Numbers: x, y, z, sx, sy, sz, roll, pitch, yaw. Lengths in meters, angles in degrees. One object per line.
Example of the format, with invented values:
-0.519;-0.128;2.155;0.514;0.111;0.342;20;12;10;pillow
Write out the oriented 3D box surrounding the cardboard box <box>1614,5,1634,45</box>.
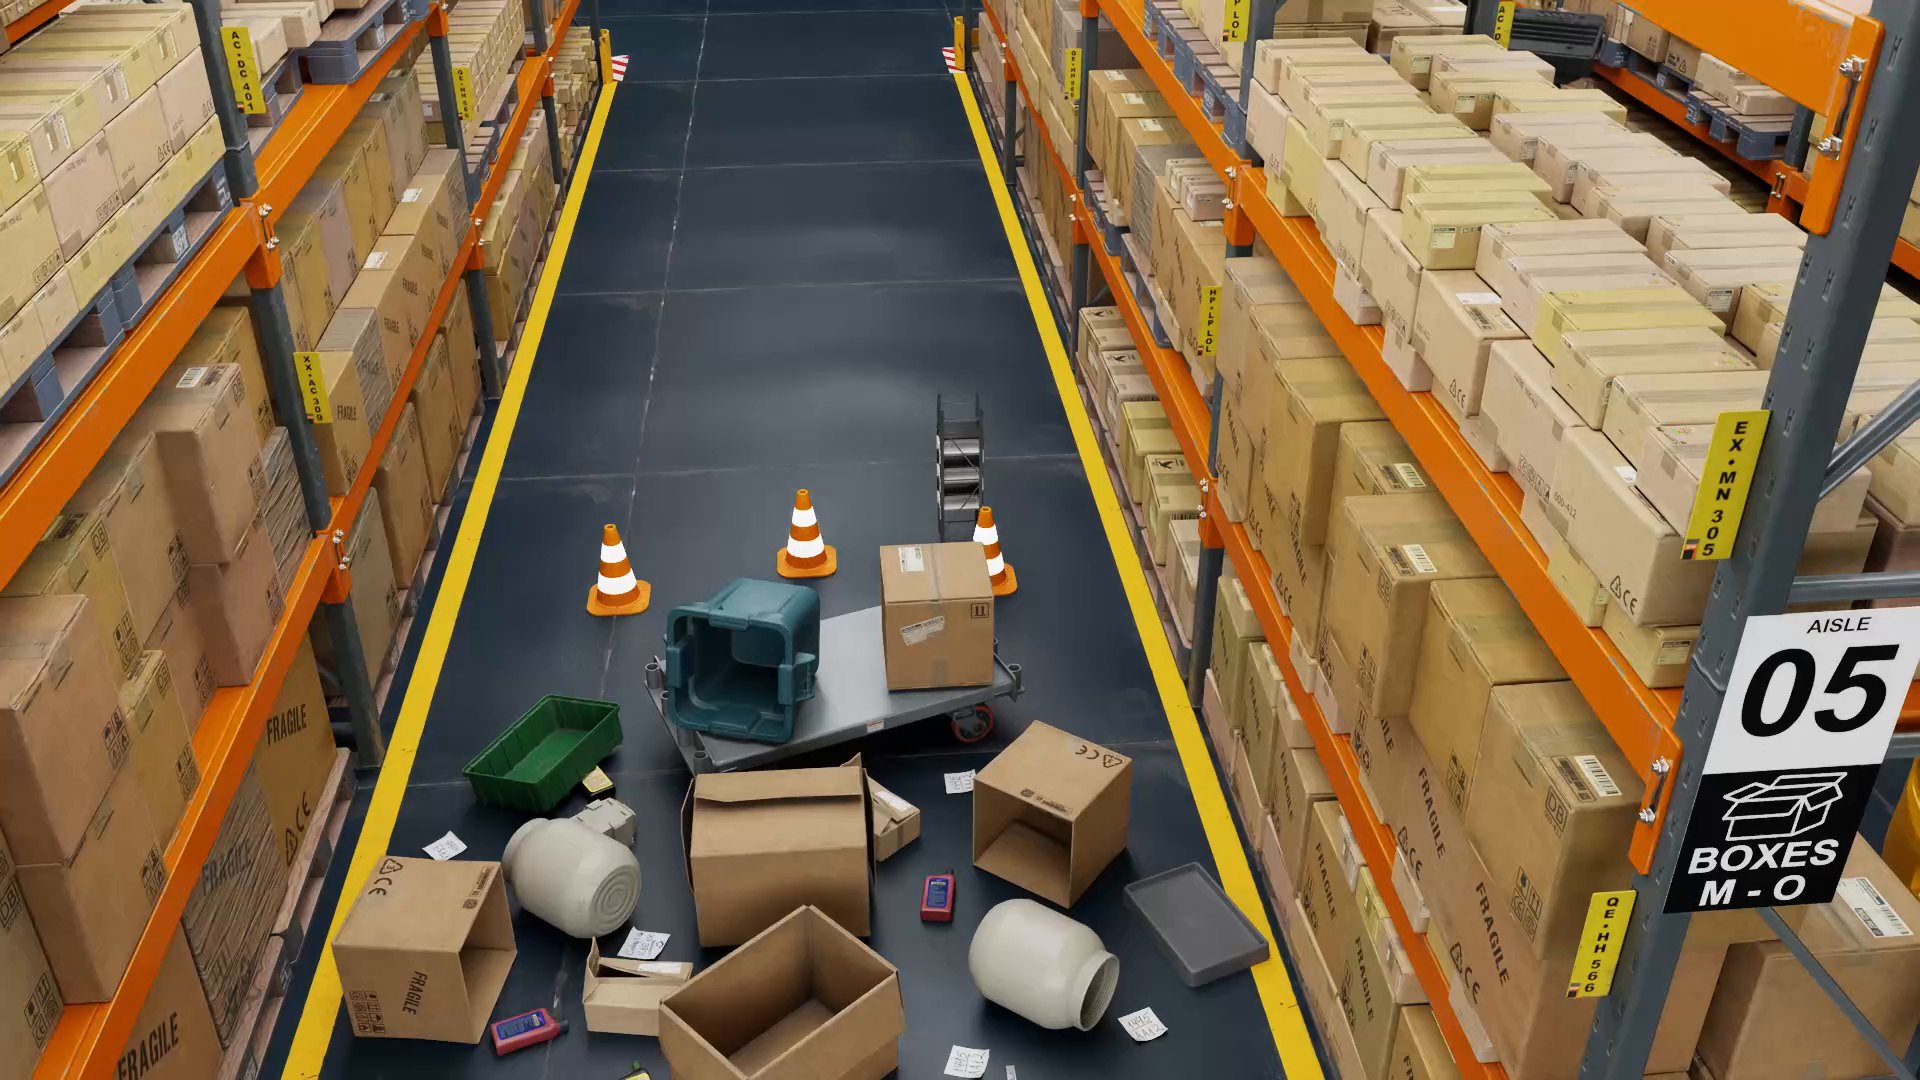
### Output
5.597;-4.212;13.599;0.396;0.266;0.258;-1;31;-2;cardboard box

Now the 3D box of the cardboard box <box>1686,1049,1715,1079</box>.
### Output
2.203;1.474;4.603;0.380;0.149;0.250;-3;31;-4;cardboard box

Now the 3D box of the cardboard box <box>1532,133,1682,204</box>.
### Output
2.090;-1.205;5.384;0.380;0.149;0.250;-2;31;-4;cardboard box

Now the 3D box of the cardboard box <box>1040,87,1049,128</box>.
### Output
0.881;-3.235;12.387;0.500;0.250;0.500;-3;31;-5;cardboard box

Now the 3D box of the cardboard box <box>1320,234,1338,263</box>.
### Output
1.526;-1.115;6.011;0.380;0.149;0.250;-2;31;-3;cardboard box

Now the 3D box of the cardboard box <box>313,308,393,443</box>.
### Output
-3.093;-0.786;8.044;0.500;0.500;0.500;-3;31;-4;cardboard box

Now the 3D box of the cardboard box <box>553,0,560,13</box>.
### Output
-3.860;-4.977;14.769;0.500;0.500;0.500;-3;31;-5;cardboard box

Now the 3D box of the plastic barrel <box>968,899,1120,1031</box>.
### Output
0.328;1.673;6.536;0.512;0.421;0.421;20;36;29;plastic barrel

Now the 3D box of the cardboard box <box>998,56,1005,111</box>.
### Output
0.871;-4.440;16.349;0.875;0.438;0.875;-4;31;-6;cardboard box

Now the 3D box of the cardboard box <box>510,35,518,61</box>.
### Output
-3.731;-3.908;13.203;0.380;0.149;0.250;-3;31;-5;cardboard box

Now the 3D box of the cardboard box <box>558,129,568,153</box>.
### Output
-3.727;-3.573;14.888;0.380;0.149;0.250;-1;31;-2;cardboard box

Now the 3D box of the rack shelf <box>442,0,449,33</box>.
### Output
-3.825;-4.247;11.711;1.077;0.370;4.000;-3;31;-5;rack shelf

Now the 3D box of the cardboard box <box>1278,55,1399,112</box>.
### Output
1.413;-1.707;6.226;0.380;0.149;0.250;-2;31;-3;cardboard box

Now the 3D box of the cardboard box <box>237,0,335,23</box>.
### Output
-3.228;-2.623;7.916;0.396;0.266;0.258;-3;31;-5;cardboard box

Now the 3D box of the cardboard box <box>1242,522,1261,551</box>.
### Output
1.440;-0.082;7.208;0.380;0.149;0.250;-2;31;-3;cardboard box

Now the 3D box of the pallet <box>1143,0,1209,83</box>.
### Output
1.603;-2.550;8.352;1.213;0.211;1.003;-3;31;-5;pallet

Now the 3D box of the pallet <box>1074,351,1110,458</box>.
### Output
1.353;-0.939;11.117;1.003;0.211;1.213;-3;31;-5;pallet

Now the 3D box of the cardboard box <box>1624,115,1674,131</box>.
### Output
5.781;-3.470;14.030;0.380;0.149;0.250;-3;31;-5;cardboard box

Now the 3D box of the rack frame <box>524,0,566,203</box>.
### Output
-4.011;-4.289;14.005;1.000;3.000;0.127;-3;31;-5;rack frame

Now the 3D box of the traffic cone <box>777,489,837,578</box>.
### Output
-0.878;-0.070;9.417;0.336;0.463;0.334;-3;31;-5;traffic cone

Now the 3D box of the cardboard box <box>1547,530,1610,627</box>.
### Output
1.661;0.075;4.019;0.380;0.149;0.250;-3;31;-4;cardboard box

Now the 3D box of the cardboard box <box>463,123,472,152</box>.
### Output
-3.503;-2.694;11.171;0.380;0.149;0.250;-1;31;-2;cardboard box

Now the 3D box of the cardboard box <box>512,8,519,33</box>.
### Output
-3.752;-4.161;13.336;0.380;0.149;0.250;-3;31;-4;cardboard box

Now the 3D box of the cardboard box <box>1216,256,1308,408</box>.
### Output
1.480;-0.858;6.899;0.700;0.500;0.500;-3;31;-5;cardboard box

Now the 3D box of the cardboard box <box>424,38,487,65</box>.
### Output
-3.612;-3.491;11.924;0.380;0.149;0.250;-2;31;-3;cardboard box

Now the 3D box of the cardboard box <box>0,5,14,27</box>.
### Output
-8.756;-4.695;14.931;0.380;0.149;0.250;-3;31;-5;cardboard box

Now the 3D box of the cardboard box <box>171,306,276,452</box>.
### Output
-3.264;-0.542;6.534;0.875;0.550;0.550;-3;31;-5;cardboard box

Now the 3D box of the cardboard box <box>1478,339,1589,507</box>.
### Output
1.680;-0.308;4.272;0.500;0.250;0.500;-3;31;-5;cardboard box

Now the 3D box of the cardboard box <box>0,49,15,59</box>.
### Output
-3.497;-1.516;5.787;0.500;0.250;0.500;-3;31;-4;cardboard box

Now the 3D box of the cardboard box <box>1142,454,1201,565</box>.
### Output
1.533;-0.180;9.279;0.950;0.372;0.625;-1;31;-1;cardboard box

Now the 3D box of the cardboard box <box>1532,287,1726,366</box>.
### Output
1.703;-0.526;4.249;0.380;0.149;0.250;-3;31;-4;cardboard box

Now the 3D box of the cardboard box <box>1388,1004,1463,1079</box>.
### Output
1.694;1.831;5.301;0.500;0.500;0.500;-3;31;-4;cardboard box

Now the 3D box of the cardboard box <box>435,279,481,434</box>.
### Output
-3.670;-1.146;10.528;1.050;0.750;0.750;-3;31;-5;cardboard box

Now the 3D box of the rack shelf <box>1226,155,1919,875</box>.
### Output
1.842;-0.451;5.357;1.077;0.370;4.000;-3;31;-5;rack shelf

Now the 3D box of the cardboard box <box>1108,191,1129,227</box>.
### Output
1.104;-2.004;10.015;0.380;0.149;0.250;-3;31;-4;cardboard box

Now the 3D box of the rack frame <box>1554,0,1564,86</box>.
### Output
5.849;-4.817;14.890;1.000;3.000;0.127;-3;31;-5;rack frame

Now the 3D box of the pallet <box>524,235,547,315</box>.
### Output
-3.820;-2.070;13.010;1.003;0.211;1.213;-3;31;-5;pallet

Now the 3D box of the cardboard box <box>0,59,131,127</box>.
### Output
-2.843;-1.393;5.193;0.380;0.149;0.250;-2;31;-4;cardboard box

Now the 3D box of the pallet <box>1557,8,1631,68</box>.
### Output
5.815;-4.322;14.248;1.003;0.211;1.213;-3;31;-5;pallet

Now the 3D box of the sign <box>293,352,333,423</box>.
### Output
-2.712;-0.637;6.971;0.100;0.325;0.005;-3;31;-5;sign

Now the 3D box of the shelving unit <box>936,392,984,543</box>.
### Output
-0.001;-0.390;9.527;0.258;0.900;0.210;-3;31;-5;shelving unit

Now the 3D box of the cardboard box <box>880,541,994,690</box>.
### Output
-0.114;0.356;7.929;0.500;0.500;0.500;-3;31;-5;cardboard box

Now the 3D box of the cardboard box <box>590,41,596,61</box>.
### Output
-4.052;-5.159;17.543;0.380;0.149;0.250;-4;31;-6;cardboard box

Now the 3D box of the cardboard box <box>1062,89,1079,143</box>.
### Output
0.983;-2.921;11.374;0.500;0.250;0.500;-3;31;-5;cardboard box

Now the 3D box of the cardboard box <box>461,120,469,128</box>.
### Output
-3.510;-2.841;11.128;0.380;0.149;0.250;-1;31;-2;cardboard box

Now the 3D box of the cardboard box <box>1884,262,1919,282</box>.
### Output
6.268;-1.617;11.438;0.875;0.625;0.625;-2;31;-3;cardboard box

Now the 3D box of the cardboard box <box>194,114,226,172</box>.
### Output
-2.912;-1.437;6.043;0.380;0.149;0.250;-3;31;-5;cardboard box

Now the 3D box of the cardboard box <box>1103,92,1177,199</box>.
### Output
1.149;-2.380;10.012;0.500;0.500;0.500;-1;31;-2;cardboard box

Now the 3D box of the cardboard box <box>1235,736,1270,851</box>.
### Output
1.502;1.093;7.267;0.500;0.250;0.500;-1;31;-2;cardboard box

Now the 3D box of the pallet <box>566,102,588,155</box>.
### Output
-4.227;-4.057;16.337;1.003;0.211;1.213;-3;31;-5;pallet

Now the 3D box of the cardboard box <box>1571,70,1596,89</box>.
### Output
5.678;-4.137;14.858;0.380;0.149;0.250;-3;31;-5;cardboard box

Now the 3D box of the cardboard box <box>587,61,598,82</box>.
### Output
-4.003;-4.902;17.403;0.380;0.149;0.250;-2;31;-3;cardboard box

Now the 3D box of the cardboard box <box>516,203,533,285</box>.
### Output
-3.553;-2.245;12.613;0.500;0.500;0.500;-4;31;-6;cardboard box

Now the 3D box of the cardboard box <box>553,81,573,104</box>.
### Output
-3.866;-4.222;15.685;0.380;0.149;0.250;-2;31;-4;cardboard box

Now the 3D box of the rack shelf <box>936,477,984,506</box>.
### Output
-0.001;-0.285;9.590;0.258;0.077;0.200;-3;31;-5;rack shelf

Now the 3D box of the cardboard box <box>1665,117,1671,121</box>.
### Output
6.282;-3.642;14.317;0.380;0.149;0.250;-4;31;-7;cardboard box

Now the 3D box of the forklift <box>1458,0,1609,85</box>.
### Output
3.397;-2.216;10.602;3.031;2.935;1.130;12;33;19;forklift
